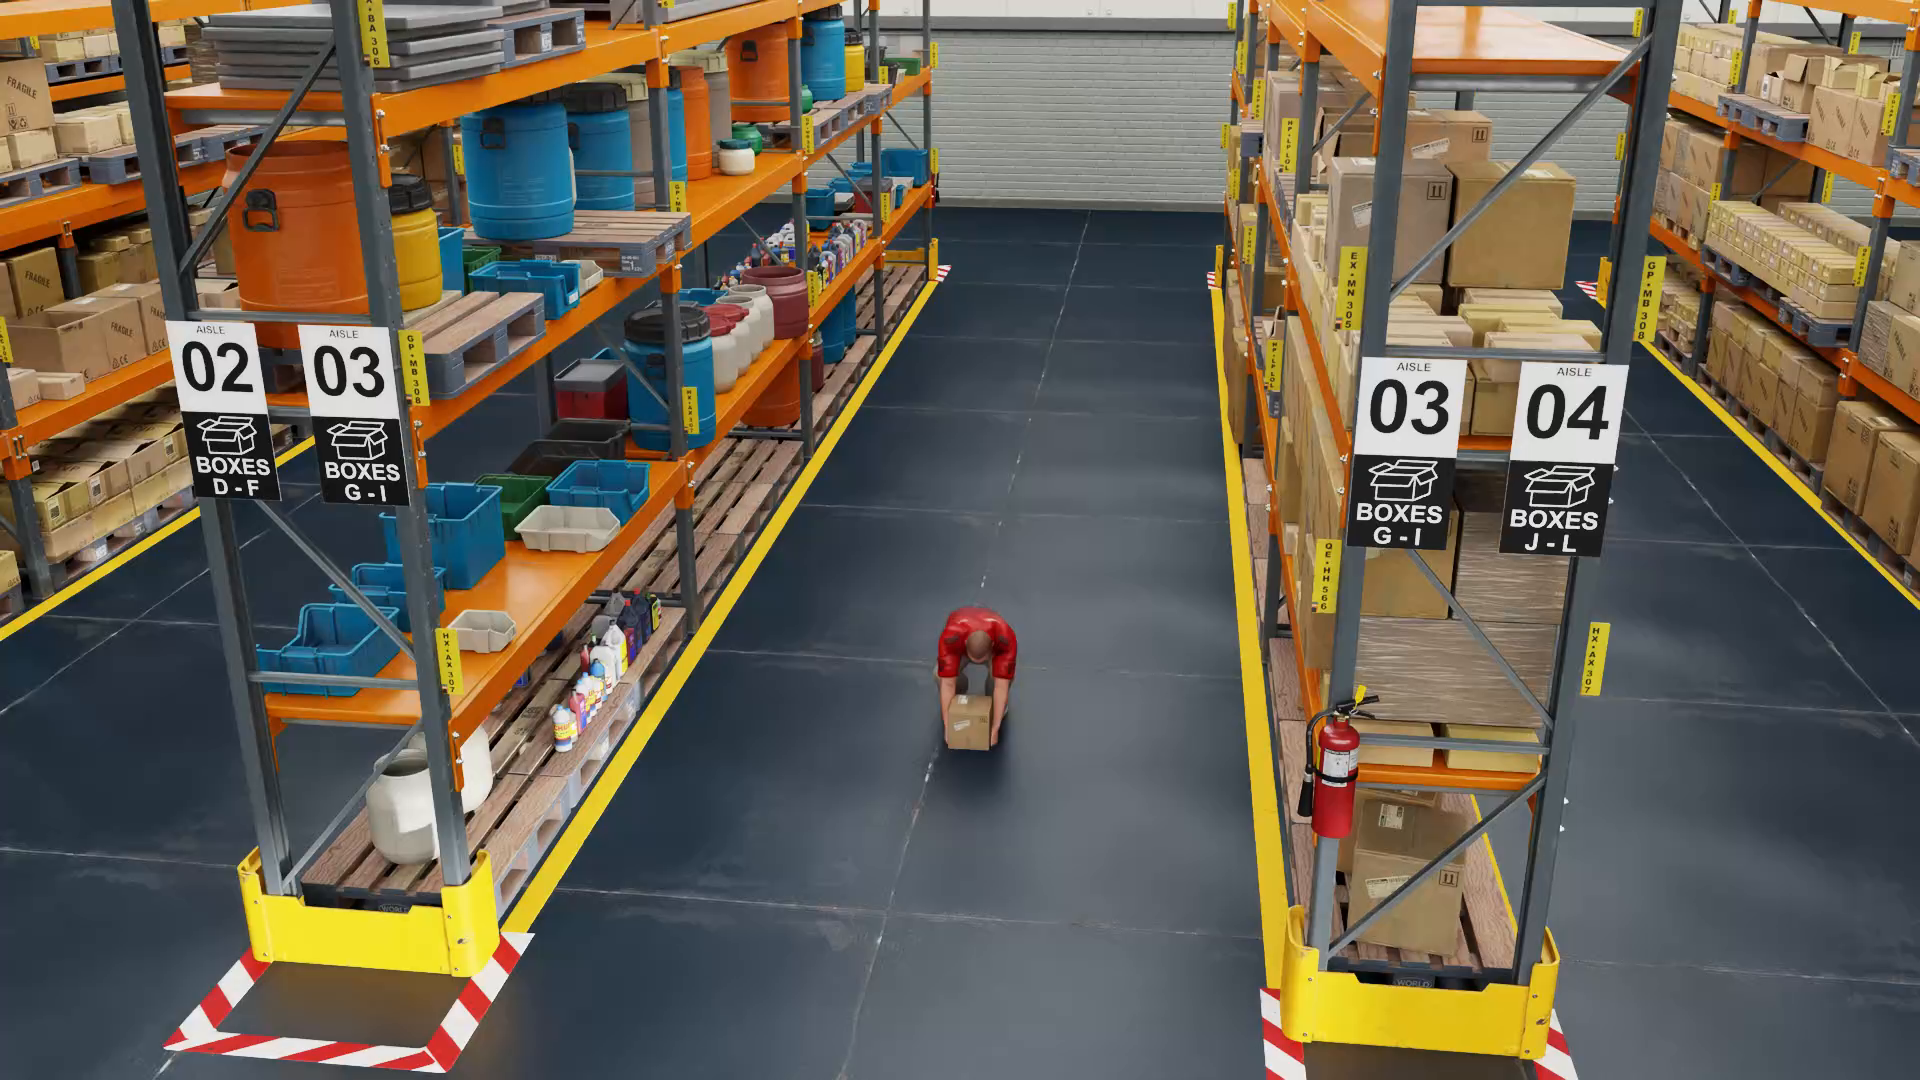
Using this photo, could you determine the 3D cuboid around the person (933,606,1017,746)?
[{"bbox_3d":[0.099,0.792,10.452,0.527,0.813,0.916,2,21,5],"label":"person"}]
